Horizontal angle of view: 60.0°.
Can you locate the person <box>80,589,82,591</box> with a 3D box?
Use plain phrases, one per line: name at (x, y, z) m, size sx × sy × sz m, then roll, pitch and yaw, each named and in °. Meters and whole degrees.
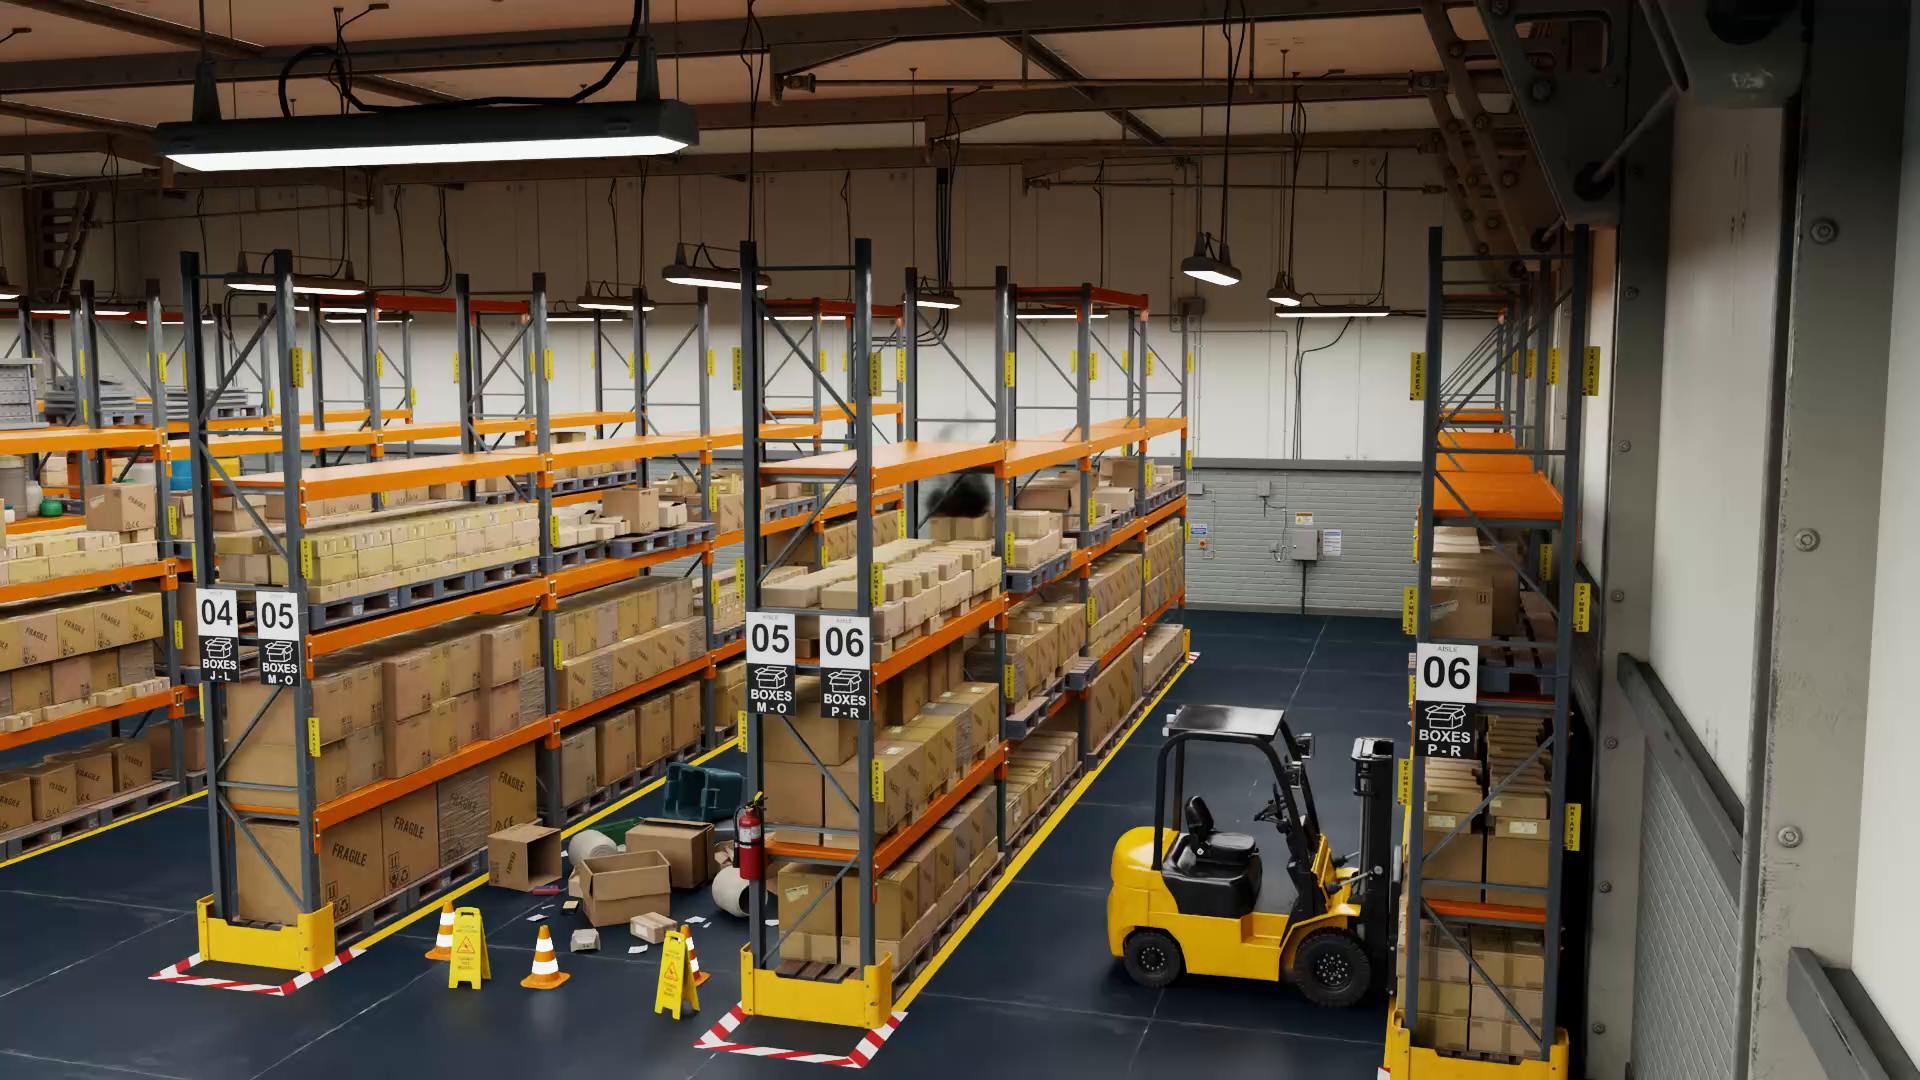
person at (-14.950, 1.187, 27.719) m, size 0.632 × 1.795 × 0.733 m, roll 0°, pitch 6°, yaw 1°
